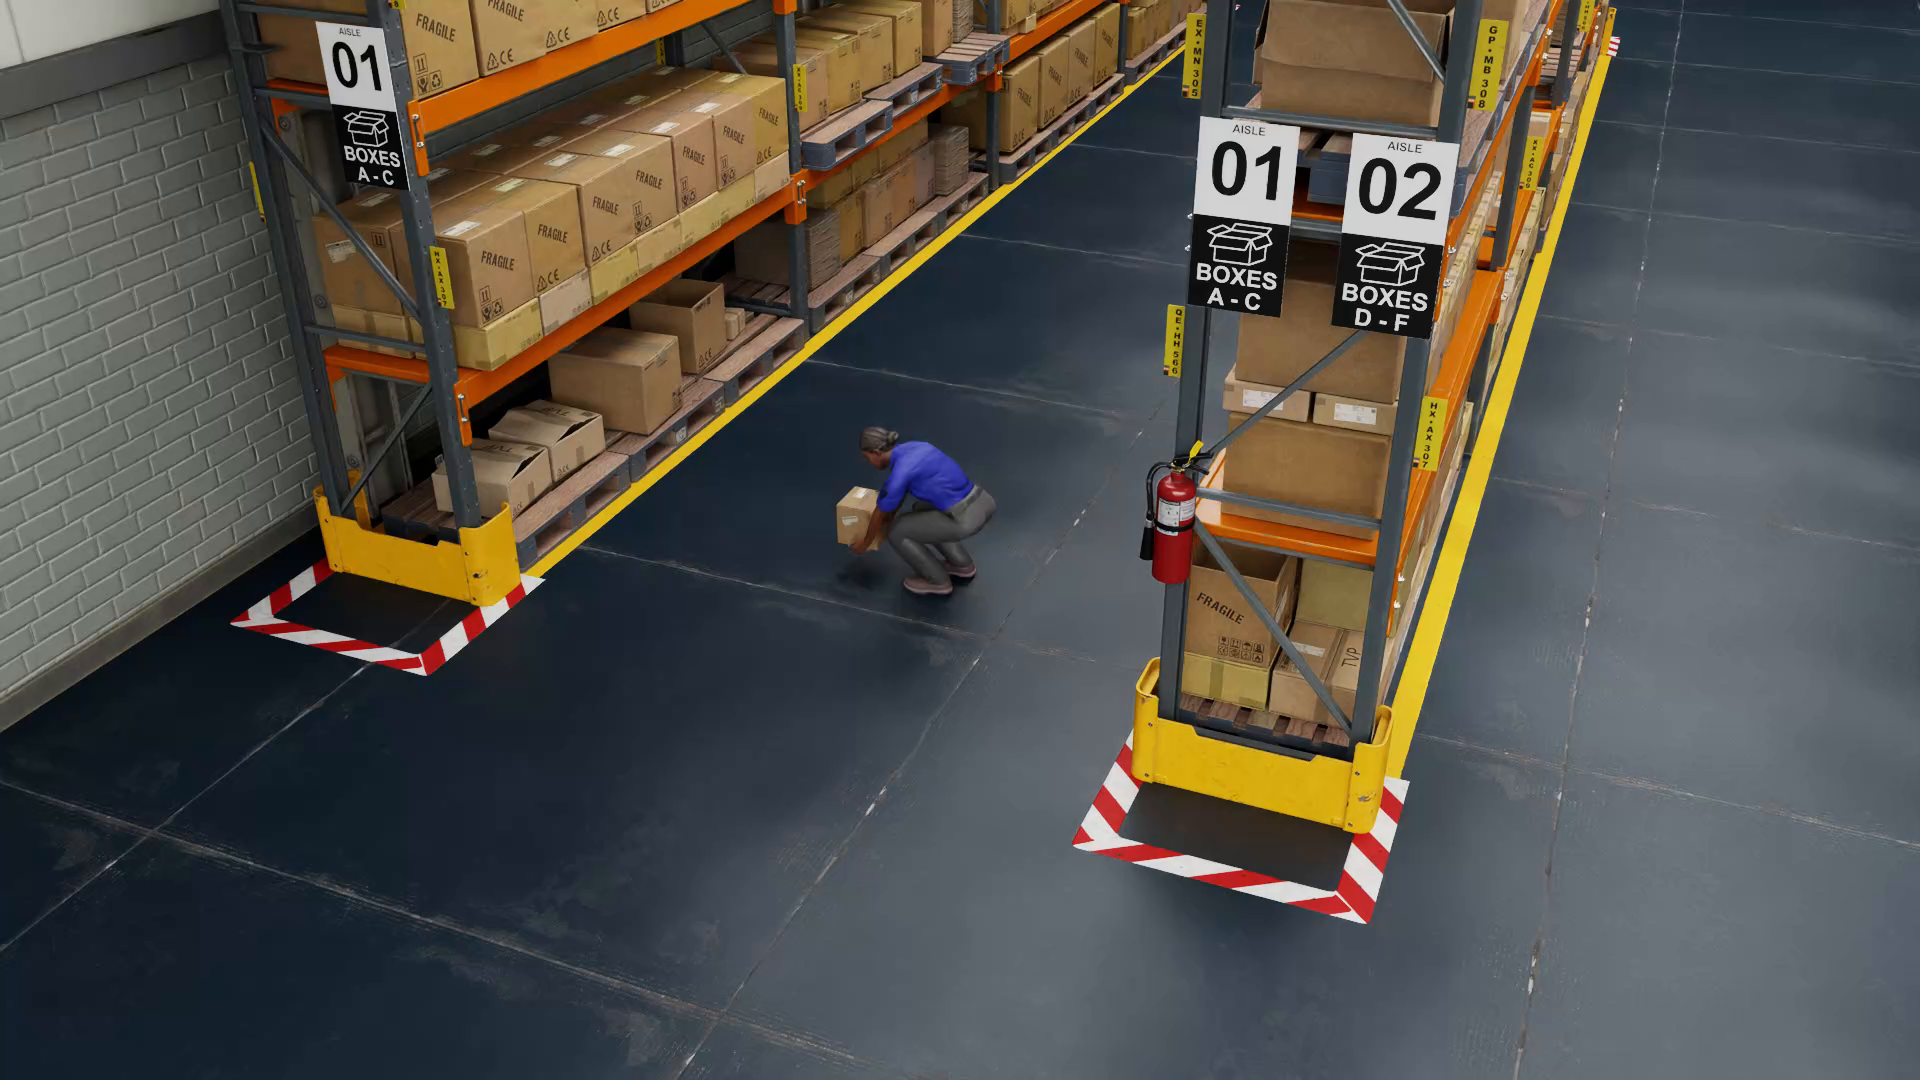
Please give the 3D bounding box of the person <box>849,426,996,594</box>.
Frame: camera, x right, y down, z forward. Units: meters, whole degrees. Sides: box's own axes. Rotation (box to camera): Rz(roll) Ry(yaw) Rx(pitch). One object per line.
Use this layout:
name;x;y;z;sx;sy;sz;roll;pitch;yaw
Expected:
person;-0.213;-0.180;9.423;0.810;0.958;0.485;11;32;19
